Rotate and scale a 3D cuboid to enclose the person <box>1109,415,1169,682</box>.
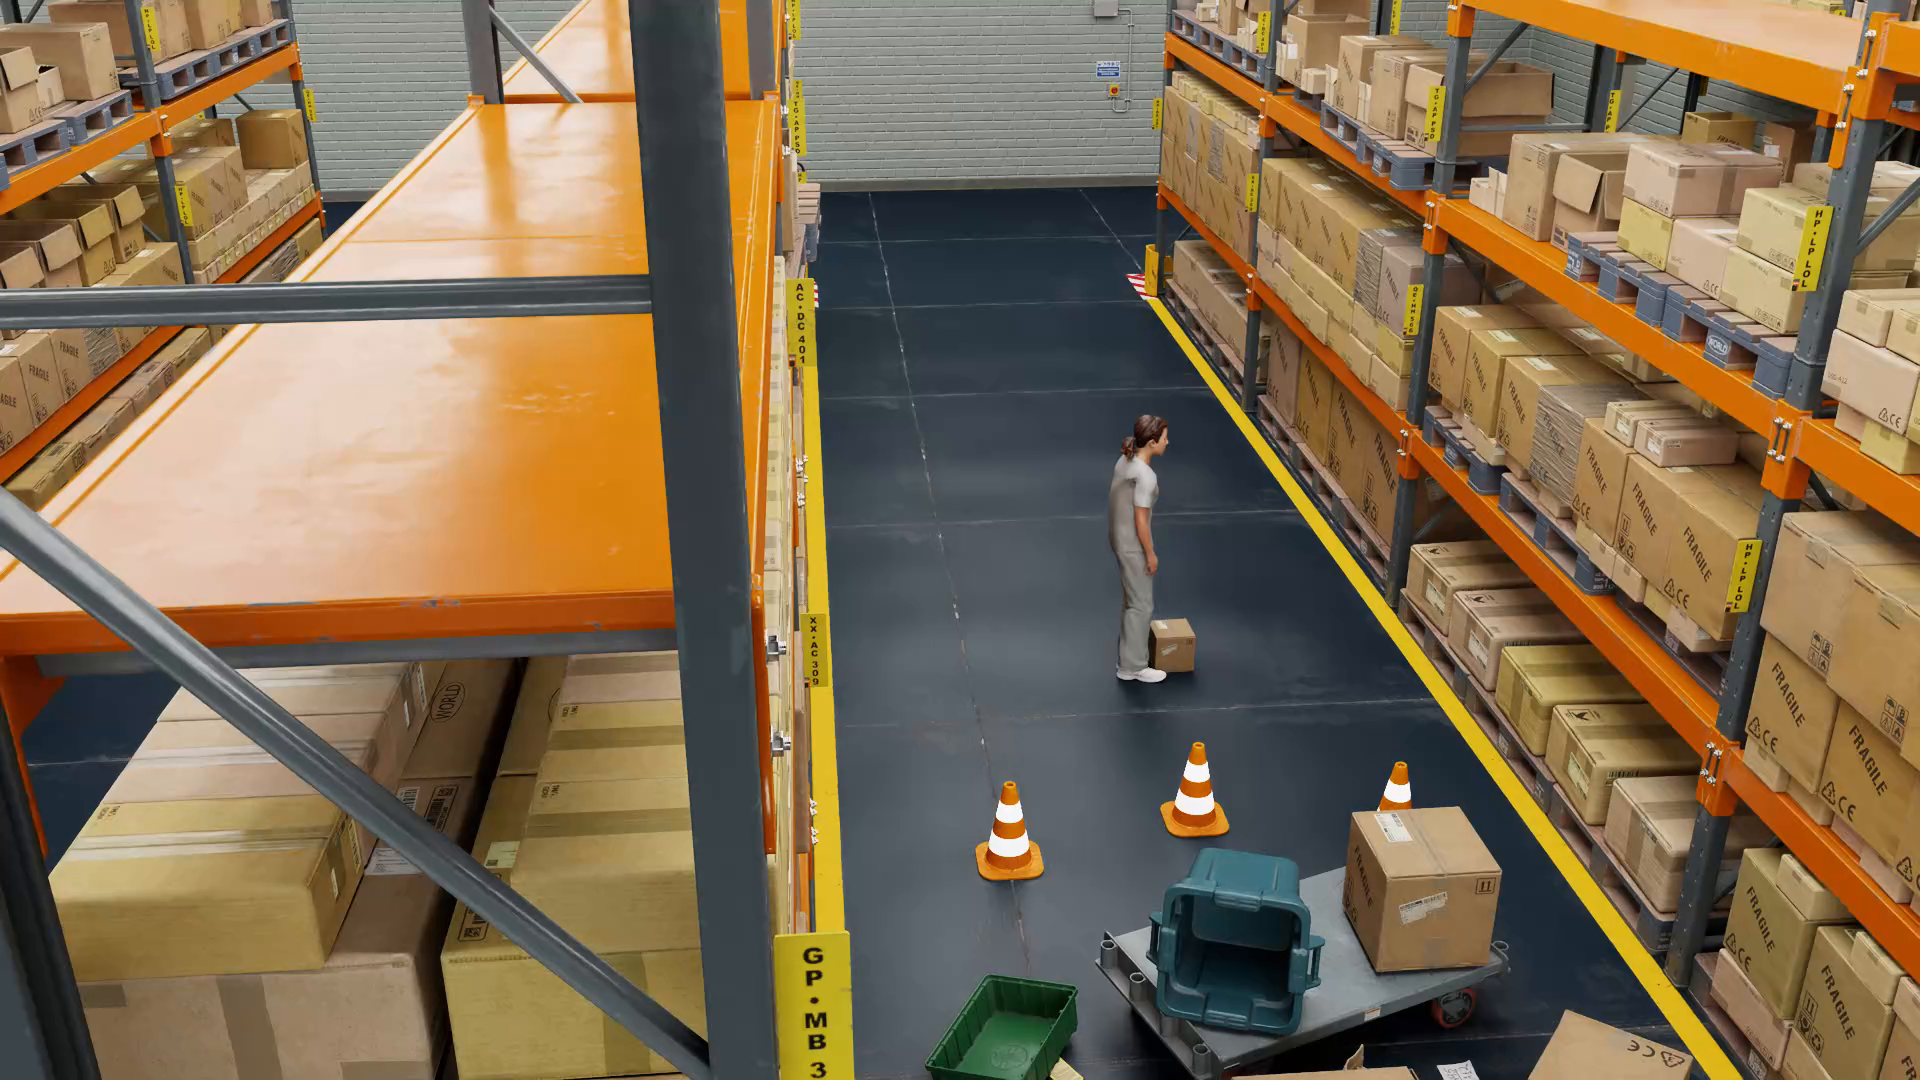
[{"bbox_3d":[1.118,0.031,10.240,0.406,1.673,0.507,-3,24,-7],"label":"person"}]
